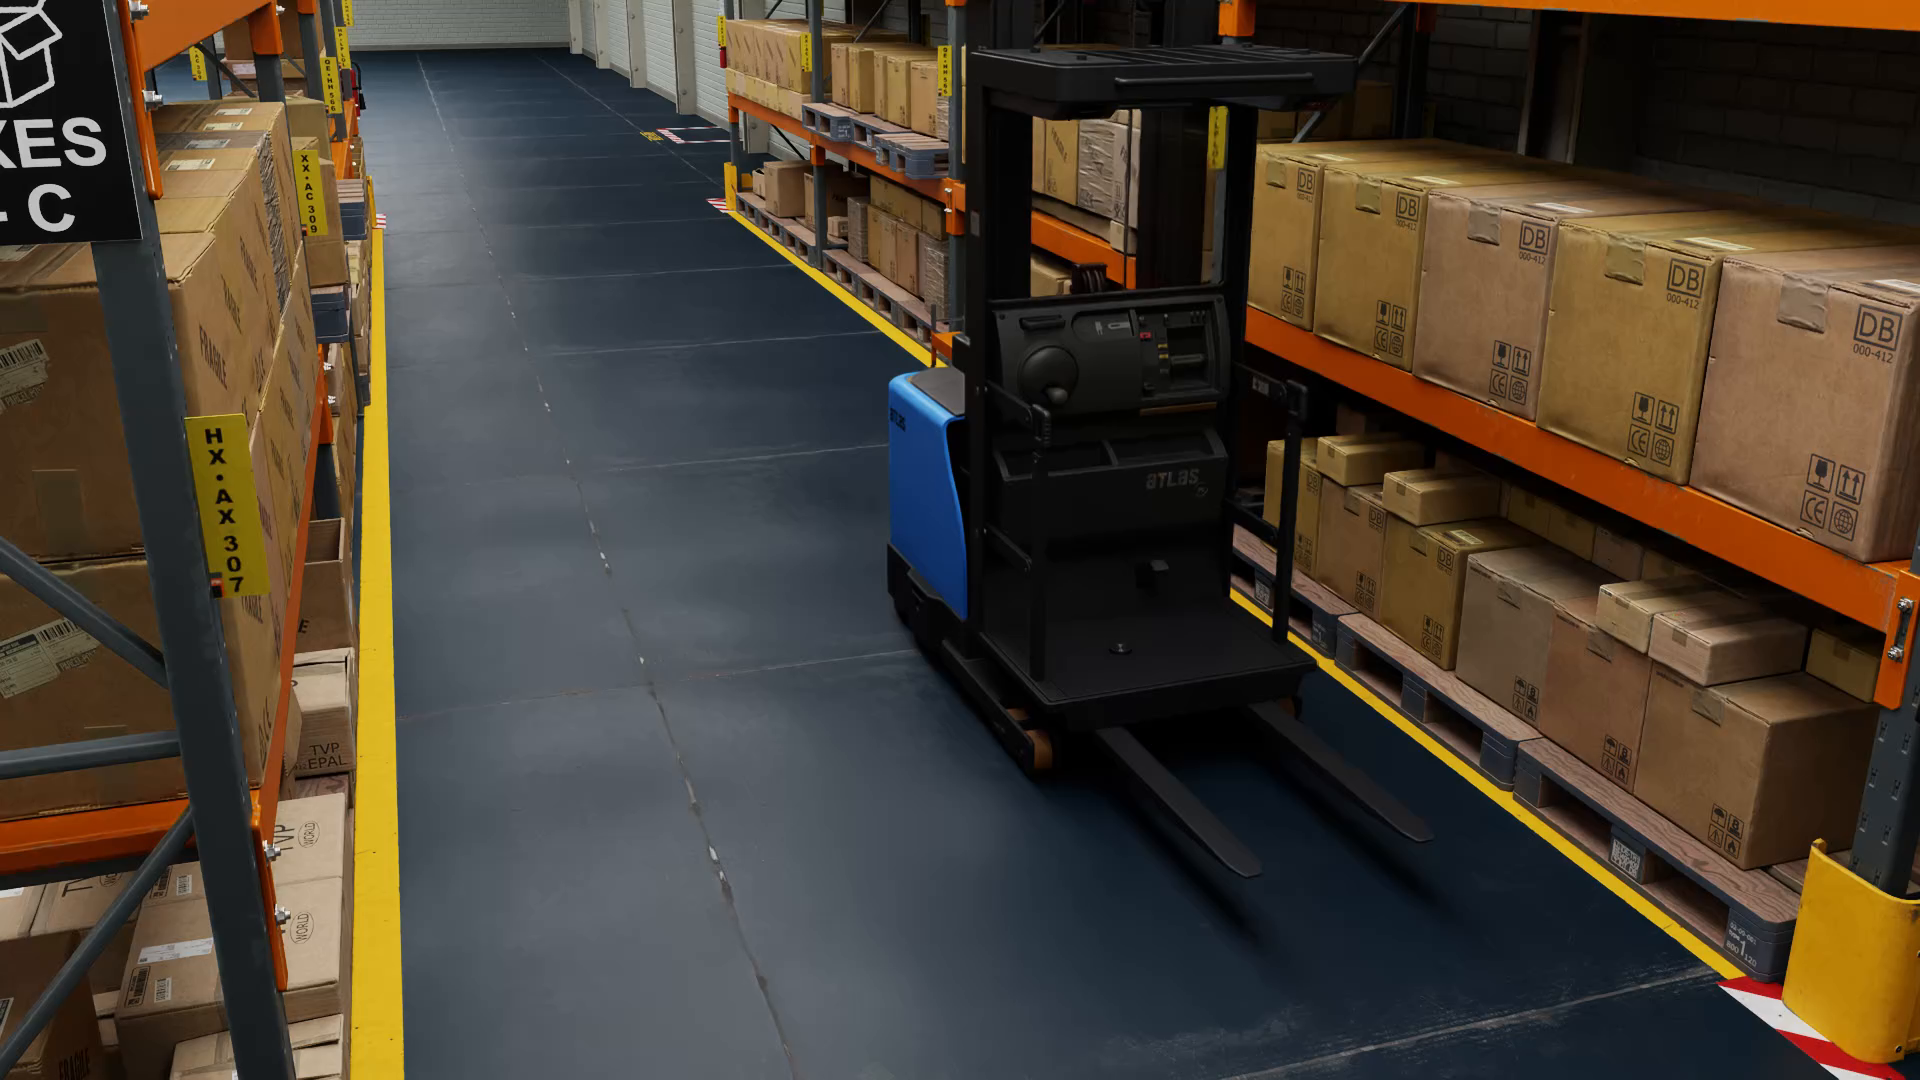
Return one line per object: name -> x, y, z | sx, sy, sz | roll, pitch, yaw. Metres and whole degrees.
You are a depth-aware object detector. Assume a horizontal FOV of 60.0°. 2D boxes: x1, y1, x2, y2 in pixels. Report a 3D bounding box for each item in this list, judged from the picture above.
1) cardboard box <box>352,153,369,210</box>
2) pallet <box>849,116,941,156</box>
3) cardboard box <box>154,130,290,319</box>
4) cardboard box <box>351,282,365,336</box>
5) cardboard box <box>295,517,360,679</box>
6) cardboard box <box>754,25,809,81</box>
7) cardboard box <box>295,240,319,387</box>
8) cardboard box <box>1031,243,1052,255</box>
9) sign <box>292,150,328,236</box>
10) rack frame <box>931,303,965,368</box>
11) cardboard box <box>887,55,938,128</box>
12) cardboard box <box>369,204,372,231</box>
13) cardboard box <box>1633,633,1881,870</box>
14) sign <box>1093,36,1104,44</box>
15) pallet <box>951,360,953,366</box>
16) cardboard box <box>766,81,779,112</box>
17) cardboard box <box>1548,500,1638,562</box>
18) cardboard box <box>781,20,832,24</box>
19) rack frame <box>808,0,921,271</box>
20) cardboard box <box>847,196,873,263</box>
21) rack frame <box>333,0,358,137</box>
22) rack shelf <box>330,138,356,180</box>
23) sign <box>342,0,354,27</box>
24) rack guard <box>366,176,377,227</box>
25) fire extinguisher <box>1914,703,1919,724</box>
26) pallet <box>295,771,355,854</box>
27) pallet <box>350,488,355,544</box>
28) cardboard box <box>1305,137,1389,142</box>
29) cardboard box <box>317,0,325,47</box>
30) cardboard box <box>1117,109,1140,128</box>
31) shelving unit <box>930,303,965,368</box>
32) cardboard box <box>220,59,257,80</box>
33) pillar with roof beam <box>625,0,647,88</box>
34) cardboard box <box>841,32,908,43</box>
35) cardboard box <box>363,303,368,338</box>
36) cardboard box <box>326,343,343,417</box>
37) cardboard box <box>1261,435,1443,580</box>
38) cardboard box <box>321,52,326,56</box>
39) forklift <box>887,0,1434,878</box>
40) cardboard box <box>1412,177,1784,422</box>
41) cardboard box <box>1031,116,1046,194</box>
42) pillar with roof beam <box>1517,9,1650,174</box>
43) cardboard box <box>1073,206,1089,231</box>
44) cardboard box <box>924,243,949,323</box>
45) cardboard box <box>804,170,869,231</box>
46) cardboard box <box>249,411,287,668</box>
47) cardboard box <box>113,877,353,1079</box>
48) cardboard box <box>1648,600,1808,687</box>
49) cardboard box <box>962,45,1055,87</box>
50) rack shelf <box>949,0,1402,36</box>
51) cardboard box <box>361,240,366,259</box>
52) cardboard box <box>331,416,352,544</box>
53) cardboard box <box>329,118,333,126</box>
cardboard box -> -5.867, -3.361, 15.672 | 0.500, 0.500, 0.500 | -6, 21, -17
pallet -> -0.247, -3.225, 13.243 | 1.003, 0.211, 1.213 | -6, 21, -17
cardboard box -> -2.304, -0.931, 4.943 | 0.500, 0.500, 0.500 | -6, 21, -17
cardboard box -> -4.173, -1.524, 10.839 | 0.500, 0.311, 0.500 | -6, 21, -15
cardboard box -> -2.582, 0.248, 6.334 | 0.500, 0.500, 0.500 | -6, 21, -17
cardboard box -> -1.760, -4.868, 16.615 | 0.500, 0.500, 0.500 | -6, 21, -16
cardboard box -> -2.629, -0.787, 6.024 | 0.500, 0.500, 0.500 | -6, 21, -16
cardboard box -> 0.521, -1.621, 11.050 | 0.750, 0.750, 0.750 | -7, 21, -18
sign -> -2.517, -1.341, 6.432 | 0.100, 0.325, 0.005 | -6, 21, -17
rack frame -> -0.025, -0.590, 8.284 | 0.240, 1.200, 0.015 | -6, 21, -17
cardboard box -> -0.156, -3.486, 12.886 | 0.700, 0.500, 0.500 | -6, 21, -17
cardboard box -> -6.025, -3.168, 16.245 | 0.500, 0.250, 0.500 | -6, 21, -17
cardboard box -> 2.614, 0.647, 5.254 | 0.700, 0.500, 0.500 | -6, 21, -17
sign -> 0.940, -3.290, 11.425 | 0.100, 0.325, 0.005 | -6, 21, -17
pallet -> 0.590, -1.111, 11.198 | 1.003, 0.211, 1.213 | -6, 21, -17
cardboard box -> -1.601, -4.348, 16.275 | 0.500, 0.250, 0.500 | -7, 21, -18
cardboard box -> 2.443, -0.046, 6.224 | 0.380, 0.149, 0.250 | -6, 21, -17
cardboard box -> -1.602, -5.252, 17.685 | 0.500, 0.500, 0.500 | -6, 21, -16
rack frame -> -0.843, -3.968, 15.027 | 1.000, 3.000, 0.127 | -6, 21, -17
cardboard box -> -0.596, -2.765, 14.723 | 0.700, 0.500, 0.500 | -6, 21, -15
rack frame -> -6.802, -4.724, 17.133 | 1.000, 3.000, 0.127 | -6, 21, -17
rack shelf -> -4.916, -2.460, 11.894 | 1.077, 0.370, 4.000 | -6, 21, -17
sign -> -6.282, -5.434, 17.045 | 0.100, 0.325, 0.005 | -6, 21, -17
rack guard -> -6.809, -3.556, 17.577 | 1.175, 0.500, 0.348 | -6, 21, -17
fire extinguisher -> 2.538, 0.192, 4.111 | 0.296, 0.674, 0.183 | -6, 21, -17
pallet -> -2.428, 1.052, 5.177 | 1.003, 0.211, 1.213 | -6, 21, -17
pallet -> -3.709, -0.210, 8.690 | 1.003, 0.211, 1.213 | -6, 21, -17
cardboard box -> 1.766, -1.772, 8.295 | 0.500, 0.500, 0.500 | -7, 21, -19
cardboard box -> -6.163, -4.723, 15.062 | 0.700, 0.500, 0.500 | -6, 21, -17
cardboard box -> 1.130, -2.238, 8.484 | 0.500, 0.250, 0.500 | -6, 21, -16
shelving unit -> 0.052, -0.512, 8.066 | 0.258, 1.200, 0.503 | -6, 21, -17
cardboard box -> -5.833, -3.858, 13.612 | 0.380, 0.149, 0.250 | -6, 21, -17
pillar with roof beam -> -10.804, -13.262, 32.026 | 9.100, 9.000, 0.400 | -6, 21, -17
cardboard box -> -0.793, -4.433, 15.404 | 0.500, 0.500, 0.500 | -7, 21, -18
cardboard box -> -4.501, -1.587, 11.845 | 0.500, 0.250, 0.500 | -7, 21, -19
cardboard box -> -3.265, -0.759, 8.030 | 0.500, 0.250, 0.500 | -6, 21, -17
cardboard box -> 1.809, -0.171, 7.533 | 0.700, 0.500, 0.500 | -6, 21, -17
cardboard box -> -5.691, -4.147, 14.418 | 0.380, 0.149, 0.250 | -7, 21, -18
forklift -> 0.650, -0.684, 5.984 | 1.130, 2.935, 3.031 | -7, 21, -19
cardboard box -> 2.289, -0.899, 6.039 | 0.980, 0.700, 0.700 | -7, 21, -20
cardboard box -> 0.635, -2.370, 9.959 | 0.500, 0.500, 0.500 | -6, 21, -17
pillar with roof beam -> -1.374, -3.634, 5.223 | 9.100, 9.000, 0.400 | -6, 21, -17
cardboard box -> 0.866, -1.870, 9.526 | 0.380, 0.149, 0.250 | -6, 21, -15
cardboard box -> 0.138, -1.941, 12.430 | 0.700, 0.500, 0.500 | -6, 21, -16
cardboard box -> -1.207, -3.328, 16.291 | 0.500, 0.500, 0.500 | -8, 21, -21
cardboard box -> -1.829, 0.028, 3.754 | 0.500, 0.500, 0.500 | -7, 21, -18
cardboard box -> -1.832, 1.132, 4.244 | 0.500, 0.250, 0.500 | -6, 21, -17
cardboard box -> 2.400, 0.320, 5.205 | 0.380, 0.149, 0.250 | -7, 21, -18
cardboard box -> 0.321, -3.052, 10.749 | 0.500, 0.250, 0.500 | -6, 21, -16
rack shelf -> 1.043, -3.116, 9.281 | 1.077, 0.370, 4.000 | -6, 21, -17
cardboard box -> -4.976, -2.343, 13.118 | 0.500, 0.311, 0.500 | -6, 21, -16
cardboard box -> -3.129, -0.255, 7.737 | 0.500, 0.500, 0.500 | -6, 21, -16
cardboard box -> -6.016, -3.960, 14.855 | 0.700, 0.500, 0.500 | -6, 21, -16
